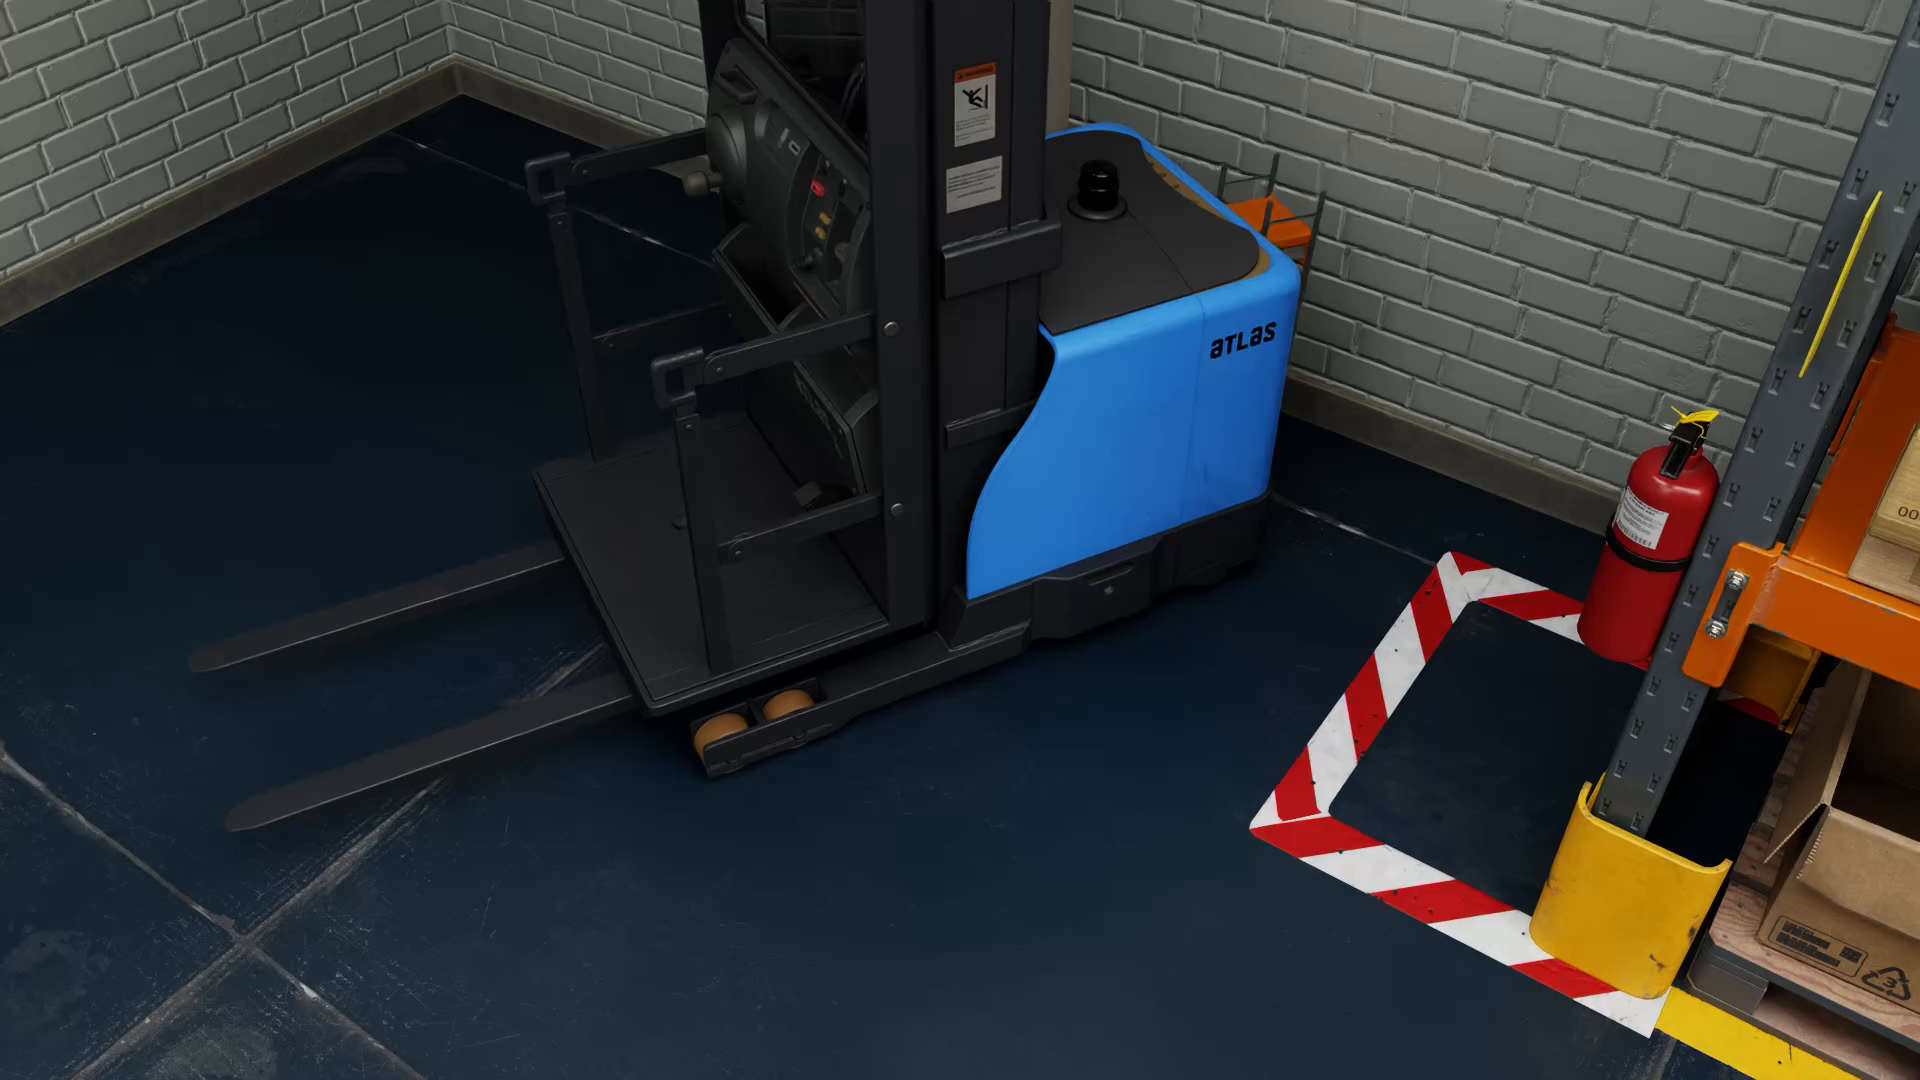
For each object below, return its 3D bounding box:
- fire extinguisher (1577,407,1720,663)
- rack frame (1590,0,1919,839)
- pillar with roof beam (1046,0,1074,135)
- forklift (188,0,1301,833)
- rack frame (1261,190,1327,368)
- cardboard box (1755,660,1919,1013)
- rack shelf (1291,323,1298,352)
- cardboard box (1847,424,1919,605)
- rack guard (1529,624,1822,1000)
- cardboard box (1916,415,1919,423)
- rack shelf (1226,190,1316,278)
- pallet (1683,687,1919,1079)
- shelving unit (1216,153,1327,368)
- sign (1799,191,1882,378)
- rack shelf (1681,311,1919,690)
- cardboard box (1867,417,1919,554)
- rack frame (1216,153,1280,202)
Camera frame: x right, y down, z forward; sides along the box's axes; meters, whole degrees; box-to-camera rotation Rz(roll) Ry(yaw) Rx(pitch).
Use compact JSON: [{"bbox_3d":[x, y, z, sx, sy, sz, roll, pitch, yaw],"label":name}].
[{"bbox_3d":[1.425,-0.042,3.385,0.183,0.674,0.296,25,48,25],"label":"fire extinguisher"},{"bbox_3d":[1.810,-0.405,3.454,0.127,3.000,1.000,25,48,25],"label":"rack frame"},{"bbox_3d":[-2.352,-1.815,0.530,0.400,9.000,9.100,25,48,25],"label":"pillar with roof beam"},{"bbox_3d":[-0.613,-0.860,4.013,3.031,2.935,1.130,-19,45,-20],"label":"forklift"},{"bbox_3d":[0.937,-0.586,5.108,0.200,1.050,0.008,-14,44,-21],"label":"rack frame"},{"bbox_3d":[2.257,0.654,3.826,0.637,0.503,0.797,23,47,24],"label":"cardboard box"},{"bbox_3d":[0.885,-0.652,5.197,0.215,0.259,0.240,-14,44,-21],"label":"rack shelf"},{"bbox_3d":[1.922,-0.036,3.229,0.250,0.149,0.380,25,47,25],"label":"cardboard box"},{"bbox_3d":[1.873,0.555,4.255,0.348,0.500,1.175,25,48,25],"label":"rack guard"},{"bbox_3d":[2.236,-0.331,3.559,0.250,0.149,0.380,25,47,25],"label":"cardboard box"},{"bbox_3d":[0.902,-0.868,5.014,0.215,0.259,0.240,-14,44,-21],"label":"rack shelf"},{"bbox_3d":[2.526,0.968,4.010,1.213,0.211,1.003,25,48,25],"label":"pallet"},{"bbox_3d":[0.886,-0.660,5.190,0.215,1.050,0.252,-14,44,-21],"label":"shelving unit"},{"bbox_3d":[1.499,-0.432,2.834,0.005,0.325,0.100,25,48,25],"label":"sign"},{"bbox_3d":[3.448,0.628,2.838,4.000,0.370,1.077,25,48,25],"label":"rack shelf"},{"bbox_3d":[2.027,-0.140,3.046,0.500,0.250,0.500,25,48,26],"label":"cardboard box"},{"bbox_3d":[0.835,-0.734,5.273,0.200,1.050,0.008,-14,44,-21],"label":"rack frame"}]
